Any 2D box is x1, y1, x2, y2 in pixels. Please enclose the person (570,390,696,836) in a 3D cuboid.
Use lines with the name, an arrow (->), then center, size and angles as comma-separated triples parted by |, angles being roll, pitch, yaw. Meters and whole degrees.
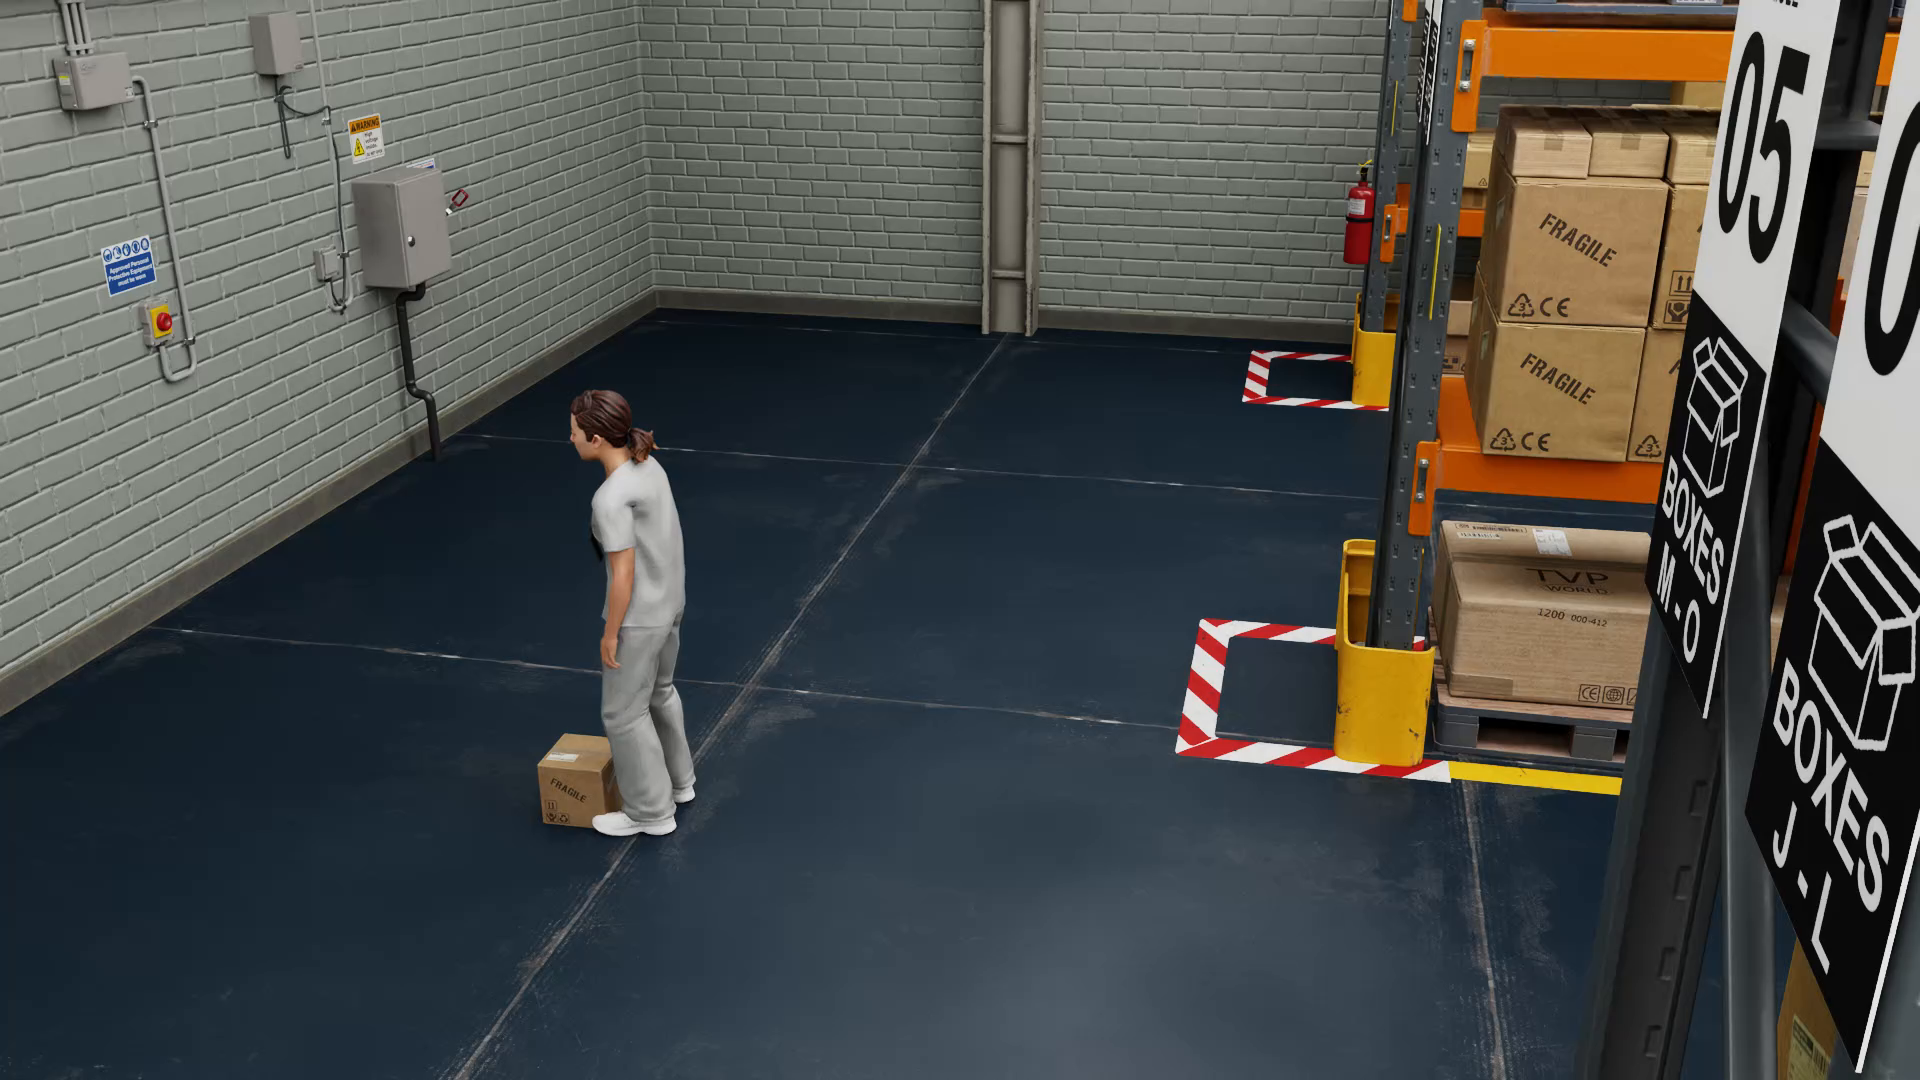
person -> -1.162, 0.260, 5.934 | 0.362, 1.671, 0.513 | 3, 22, 8
